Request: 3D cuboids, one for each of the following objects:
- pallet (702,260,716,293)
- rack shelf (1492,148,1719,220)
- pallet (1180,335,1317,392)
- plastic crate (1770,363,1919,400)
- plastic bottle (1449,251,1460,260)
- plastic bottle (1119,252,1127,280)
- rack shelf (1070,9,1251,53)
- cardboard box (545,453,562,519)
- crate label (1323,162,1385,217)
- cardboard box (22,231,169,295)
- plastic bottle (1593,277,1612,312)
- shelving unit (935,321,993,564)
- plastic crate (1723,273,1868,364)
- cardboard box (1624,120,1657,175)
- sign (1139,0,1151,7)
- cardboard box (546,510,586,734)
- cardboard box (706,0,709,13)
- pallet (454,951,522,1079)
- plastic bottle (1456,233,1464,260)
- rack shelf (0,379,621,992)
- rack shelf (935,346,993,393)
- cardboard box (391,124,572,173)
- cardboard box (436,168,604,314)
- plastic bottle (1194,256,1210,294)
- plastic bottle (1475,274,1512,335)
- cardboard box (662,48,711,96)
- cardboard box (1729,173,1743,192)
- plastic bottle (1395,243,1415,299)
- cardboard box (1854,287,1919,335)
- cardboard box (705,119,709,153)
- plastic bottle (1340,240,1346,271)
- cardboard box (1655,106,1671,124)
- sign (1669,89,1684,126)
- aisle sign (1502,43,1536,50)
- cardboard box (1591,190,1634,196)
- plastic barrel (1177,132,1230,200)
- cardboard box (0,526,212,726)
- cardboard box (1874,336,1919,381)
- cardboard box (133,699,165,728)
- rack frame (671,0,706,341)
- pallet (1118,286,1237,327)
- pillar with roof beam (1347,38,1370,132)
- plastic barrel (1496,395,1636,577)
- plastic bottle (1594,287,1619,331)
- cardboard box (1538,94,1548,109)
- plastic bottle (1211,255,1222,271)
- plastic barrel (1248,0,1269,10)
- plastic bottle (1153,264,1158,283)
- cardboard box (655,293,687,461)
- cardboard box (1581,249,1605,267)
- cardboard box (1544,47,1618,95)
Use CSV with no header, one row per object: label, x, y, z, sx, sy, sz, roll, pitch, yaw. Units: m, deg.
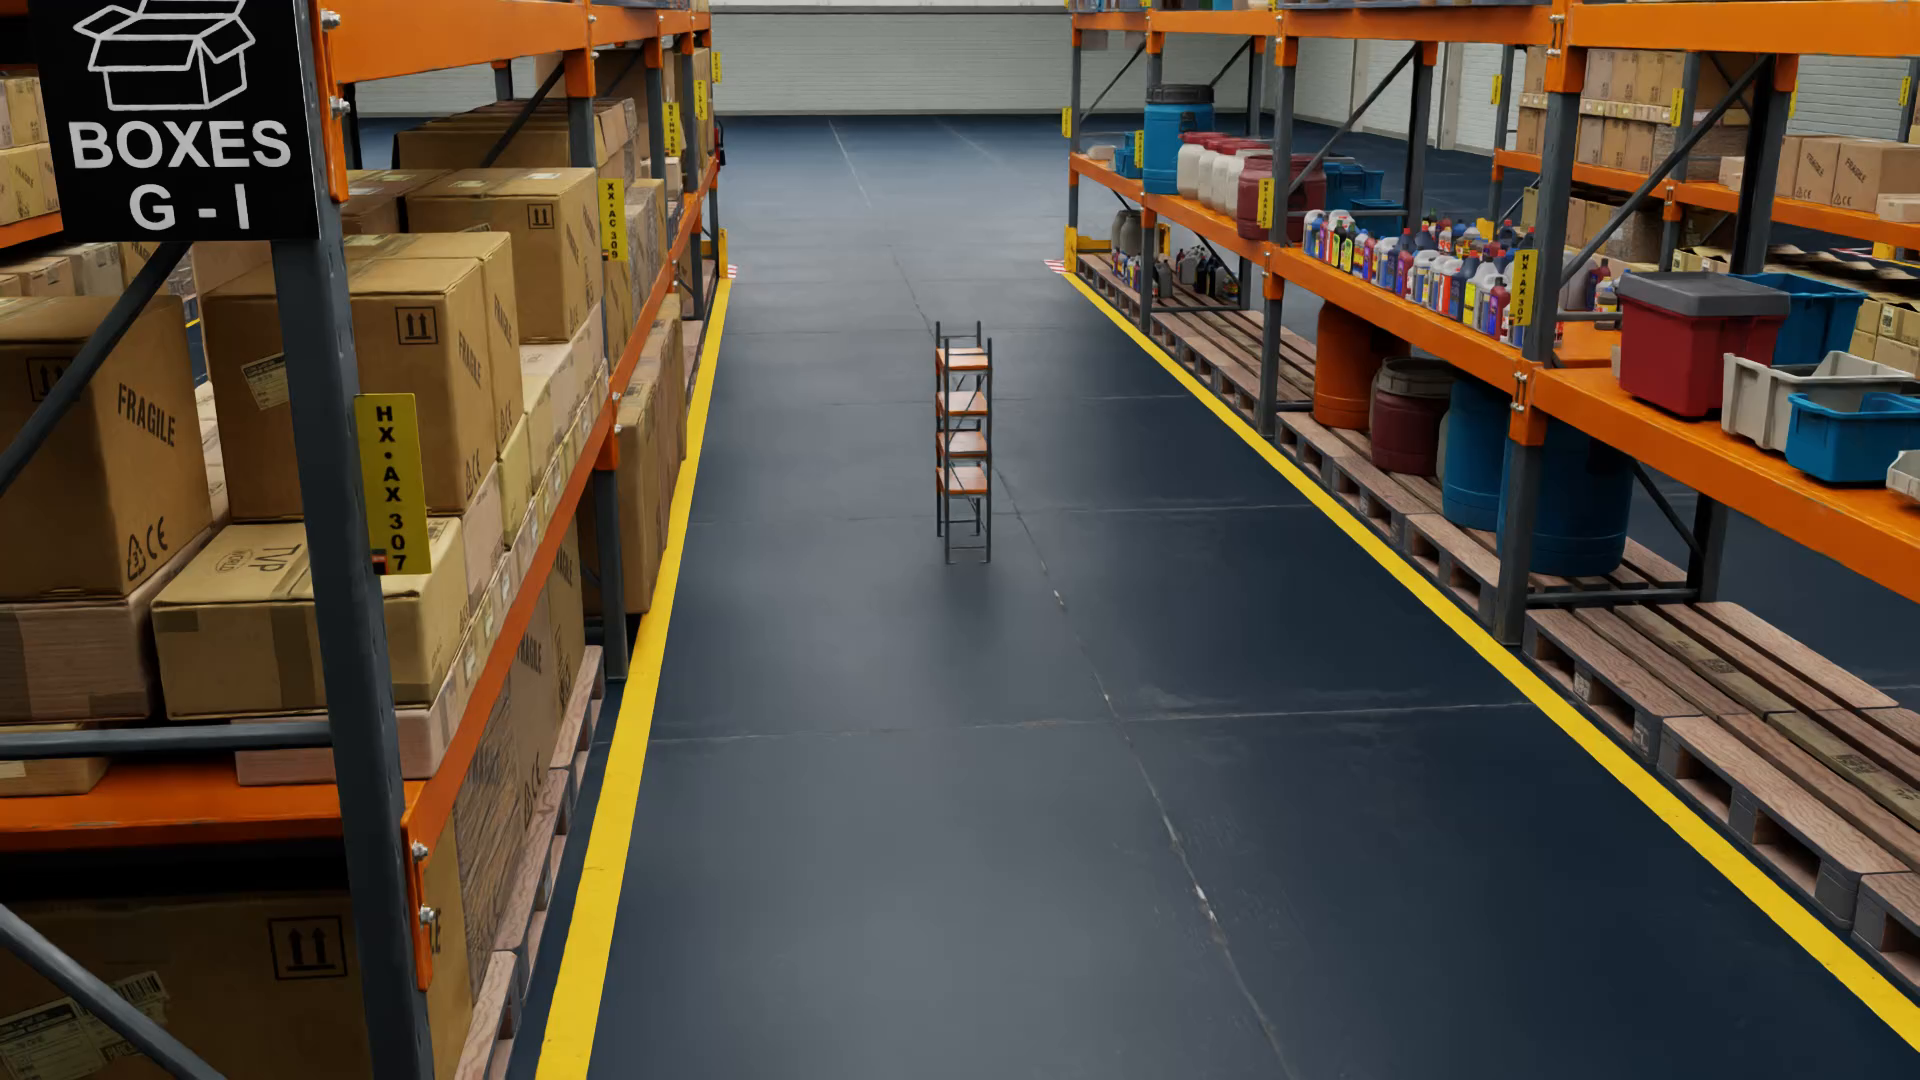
pallet,-3.131,-2.799,17.740,1.003,0.211,1.213,-2,18,-6
rack shelf,6.872,-3.761,17.350,1.077,0.370,4.000,-2,18,-6
pallet,2.400,-1.429,13.376,1.003,0.211,1.213,-2,18,-6
plastic crate,3.359,-0.545,6.265,0.437,0.125,0.590,-2,18,-6
plastic bottle,2.609,-1.397,8.833,0.097,0.271,0.097,0,17,0
plastic bottle,1.661,-2.775,16.827,0.097,0.271,0.097,0,17,0
rack shelf,1.945,-5.040,16.417,1.077,0.370,4.000,-2,18,-6
cardboard box,-1.435,-0.161,5.100,0.380,0.149,0.250,-1,17,-5
crate label,2.730,-2.486,12.028,0.502,0.435,0.616,-2,18,-6
cardboard box,-7.715,-2.456,14.840,0.875,0.875,0.875,-2,17,-5
plastic bottle,3.265,-1.230,8.419,0.097,0.201,0.097,0,17,0
shelving unit,0.017,-0.523,8.840,0.258,1.200,0.503,-2,18,-6
plastic crate,3.364,-0.865,6.852,0.392,0.384,0.575,-2,18,-6
cardboard box,6.966,-3.845,16.249,0.700,0.500,0.500,-2,18,-6
sign,1.603,-4.778,14.366,0.100,0.325,0.005,-2,18,-6
cardboard box,-1.962,0.193,6.402,0.875,0.875,0.875,-2,18,-6
cardboard box,-2.885,-5.619,17.309,0.500,0.250,0.500,-1,17,-4
pallet,-1.698,1.467,4.154,1.003,0.211,1.213,-2,18,-6
plastic bottle,3.078,-1.772,10.145,0.097,0.201,0.097,0,17,0
rack shelf,-1.744,0.119,4.990,1.077,0.370,4.000,-2,18,-6
rack shelf,0.017,-0.898,8.723,0.258,0.148,0.480,-2,18,-6
cardboard box,-2.024,-1.536,7.221,0.797,0.503,0.637,-2,18,-7
cardboard box,-1.637,-1.119,6.236,0.500,0.500,0.500,-1,17,-4
plastic bottle,2.337,-2.551,15.984,0.144,0.351,0.185,-2,18,-6
plastic bottle,2.576,-1.130,7.976,0.152,0.276,0.135,-2,18,-6
cardboard box,-2.885,-4.906,17.462,0.500,0.500,0.500,-2,18,-6
cardboard box,6.967,-3.118,14.521,0.380,0.149,0.250,-2,18,-6
plastic bottle,2.417,-1.460,9.016,0.061,0.283,0.133,-2,18,-6
cardboard box,7.132,-1.776,12.778,0.500,0.311,0.500,-2,18,-6
cardboard box,-2.979,-4.124,16.643,0.875,0.500,0.500,-2,18,-6
plastic bottle,2.333,-1.718,9.973,0.097,0.201,0.097,0,17,0
cardboard box,6.814,-4.014,15.704,0.380,0.149,0.250,-2,18,-7
sign,6.527,-3.941,15.146,0.100,0.325,0.005,-2,18,-6
aisle sign,6.355,-5.950,18.783,0.394,0.787,0.004,-2,18,-6
cardboard box,7.135,-3.498,17.949,0.500,0.500,0.500,-2,18,-6
plastic barrel,2.032,-3.129,13.910,0.433,0.535,0.433,0,17,0
cardboard box,-1.852,0.165,3.396,0.500,0.250,0.500,-2,18,-7
cardboard box,7.194,-1.354,12.372,0.500,0.250,0.500,-1,17,-4
cardboard box,-1.930,0.318,3.574,0.380,0.149,0.250,-2,18,-5
rack frame,-2.775,-3.203,14.373,1.000,3.000,0.127,-2,18,-6
pallet,2.123,-2.227,15.919,1.003,0.211,1.213,-2,18,-6
pillar with roof beam,5.768,-14.552,40.506,9.100,9.000,0.400,-2,18,-6
plastic barrel,2.937,-0.335,8.037,0.600,0.901,0.708,-2,18,-6
plastic bottle,3.148,-1.127,8.092,0.097,0.201,0.097,0,17,0
cardboard box,6.547,-4.781,18.147,0.380,0.149,0.250,-2,18,-5
plastic bottle,2.481,-2.556,15.998,0.144,0.351,0.185,-1,17,-4
plastic barrel,2.200,-3.901,11.819,0.301,0.262,0.301,0,17,0
plastic bottle,1.798,-2.485,15.774,0.144,0.351,0.185,-2,18,-7
cardboard box,-2.312,-0.992,10.175,1.225,0.875,0.875,-3,18,-8
cardboard box,6.705,-2.826,17.060,0.500,0.250,0.500,-2,18,-6
cardboard box,6.767,-5.055,17.938,0.700,0.500,0.500,-2,18,-7
